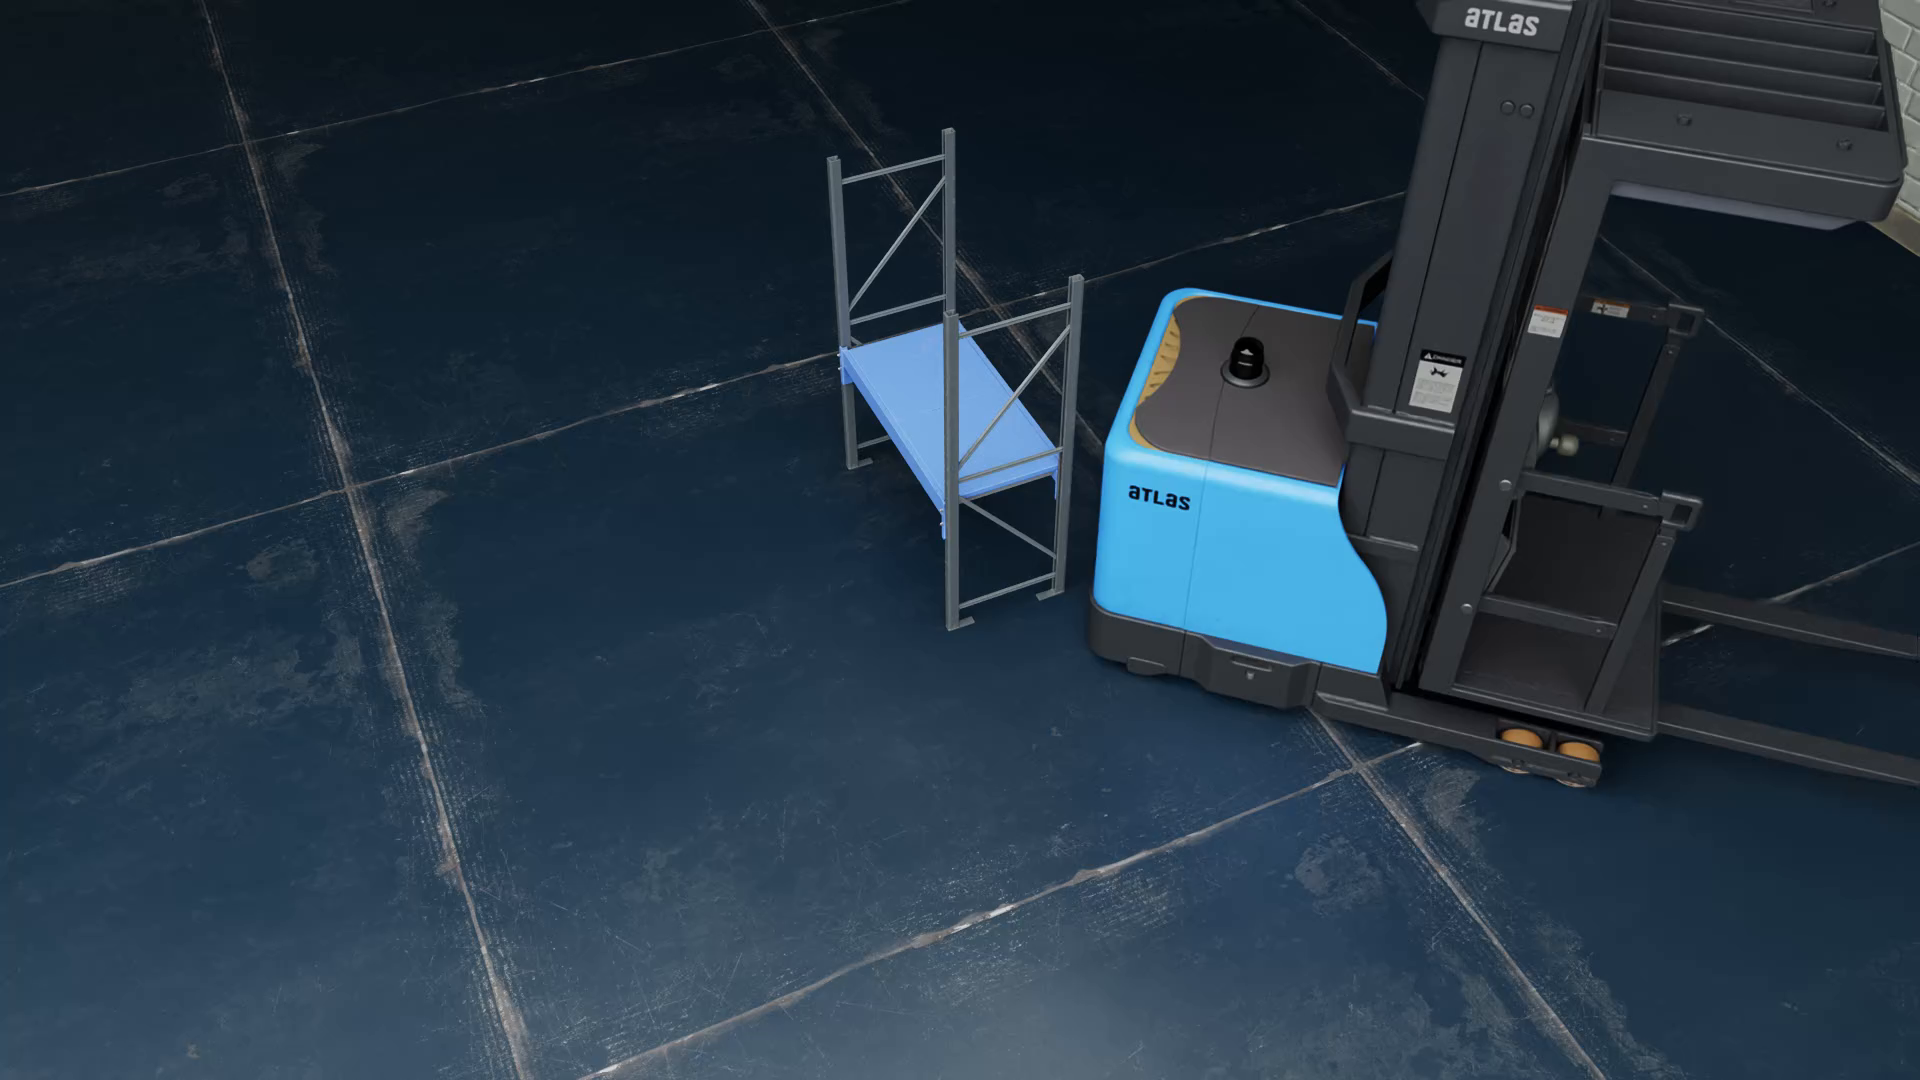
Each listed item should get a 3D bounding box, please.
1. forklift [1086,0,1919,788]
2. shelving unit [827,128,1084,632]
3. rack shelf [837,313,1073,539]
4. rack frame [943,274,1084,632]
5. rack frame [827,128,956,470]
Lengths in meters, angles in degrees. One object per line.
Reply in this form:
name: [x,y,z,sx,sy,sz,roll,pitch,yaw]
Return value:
forklift: [2.050,-0.594,5.265,3.031,2.935,1.130,13,46,13]
shelving unit: [-0.036,-0.588,6.278,0.538,1.500,1.048,-18,47,-17]
rack shelf: [-0.036,-0.460,6.405,0.538,0.185,1.000,-18,47,-17]
rack frame: [0.178,-0.264,5.950,0.500,1.500,0.032,-18,47,-17]
rack frame: [-0.250,-0.912,6.607,0.500,1.500,0.032,-18,47,-17]
